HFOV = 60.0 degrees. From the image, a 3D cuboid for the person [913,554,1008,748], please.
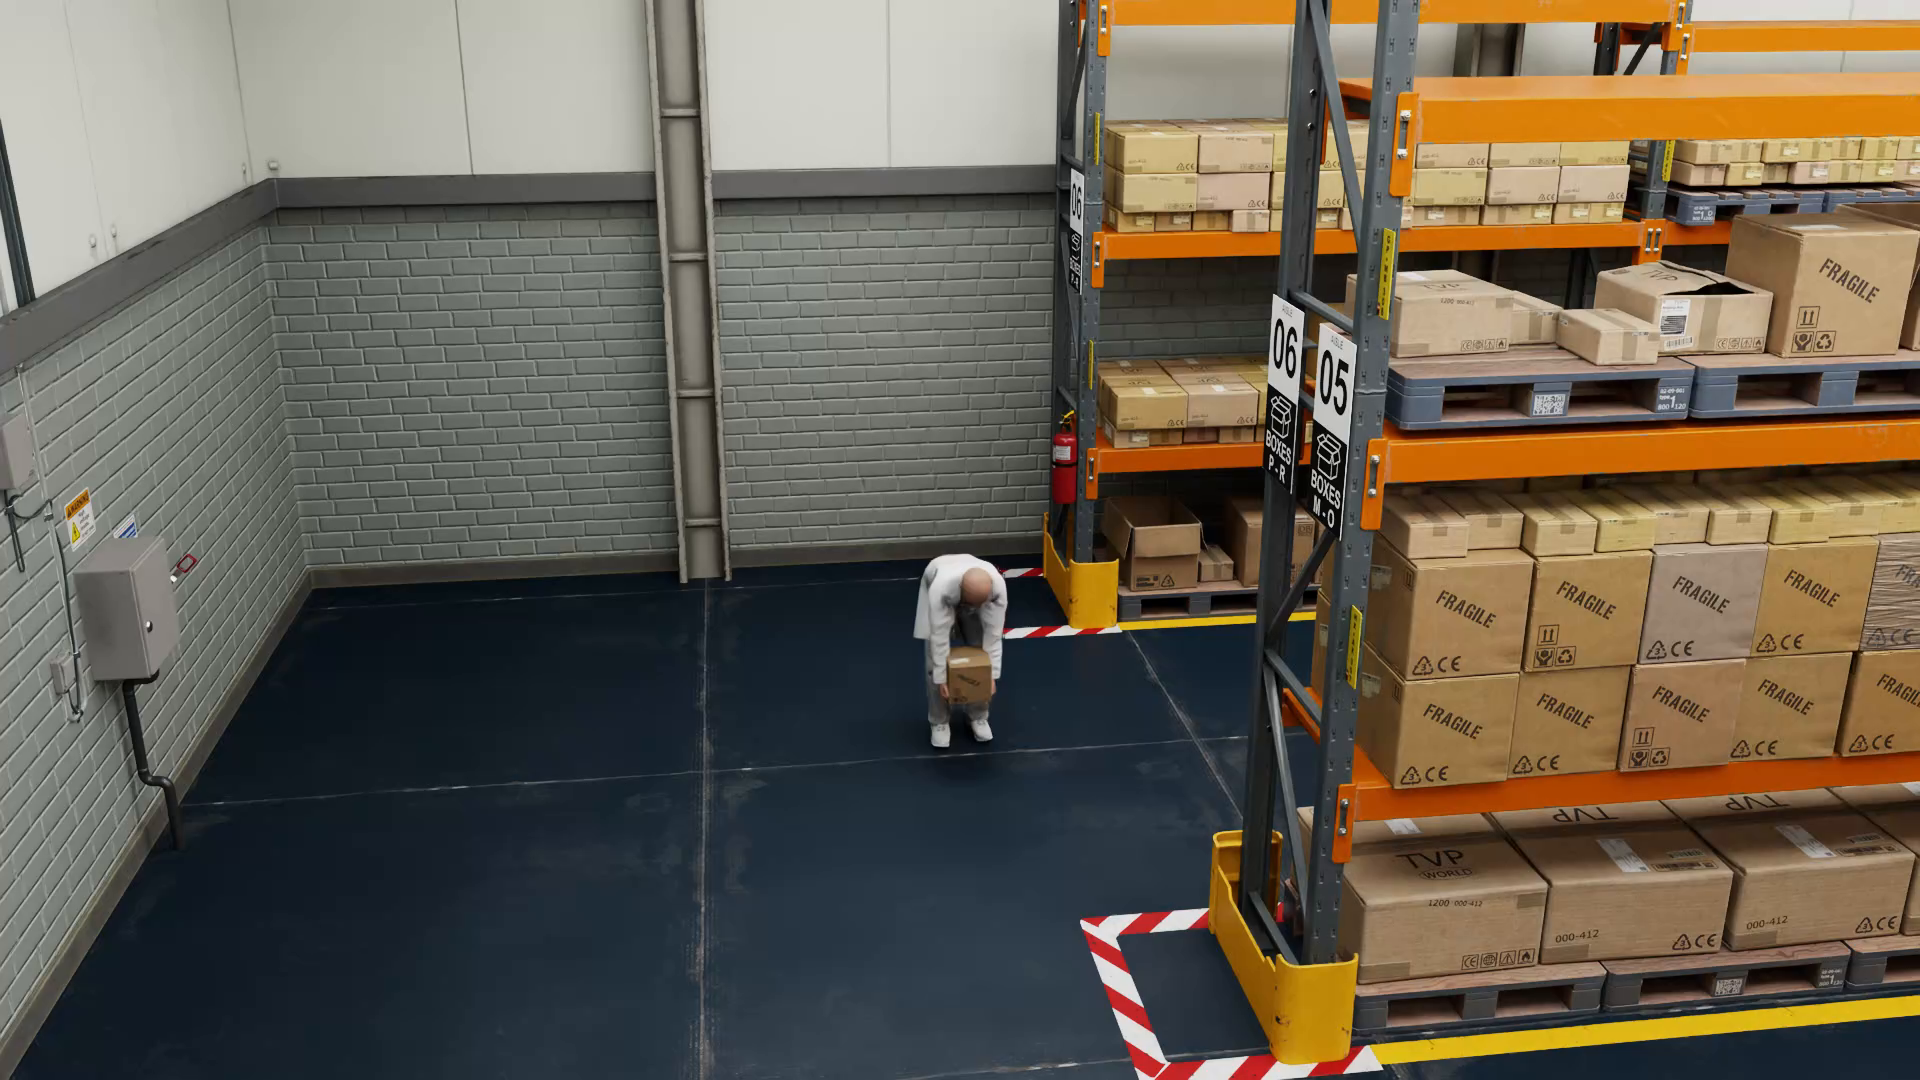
[{"bbox_3d":[0.021,0.658,9.956,0.553,1.310,0.914,-3,20,-9],"label":"person"}]
